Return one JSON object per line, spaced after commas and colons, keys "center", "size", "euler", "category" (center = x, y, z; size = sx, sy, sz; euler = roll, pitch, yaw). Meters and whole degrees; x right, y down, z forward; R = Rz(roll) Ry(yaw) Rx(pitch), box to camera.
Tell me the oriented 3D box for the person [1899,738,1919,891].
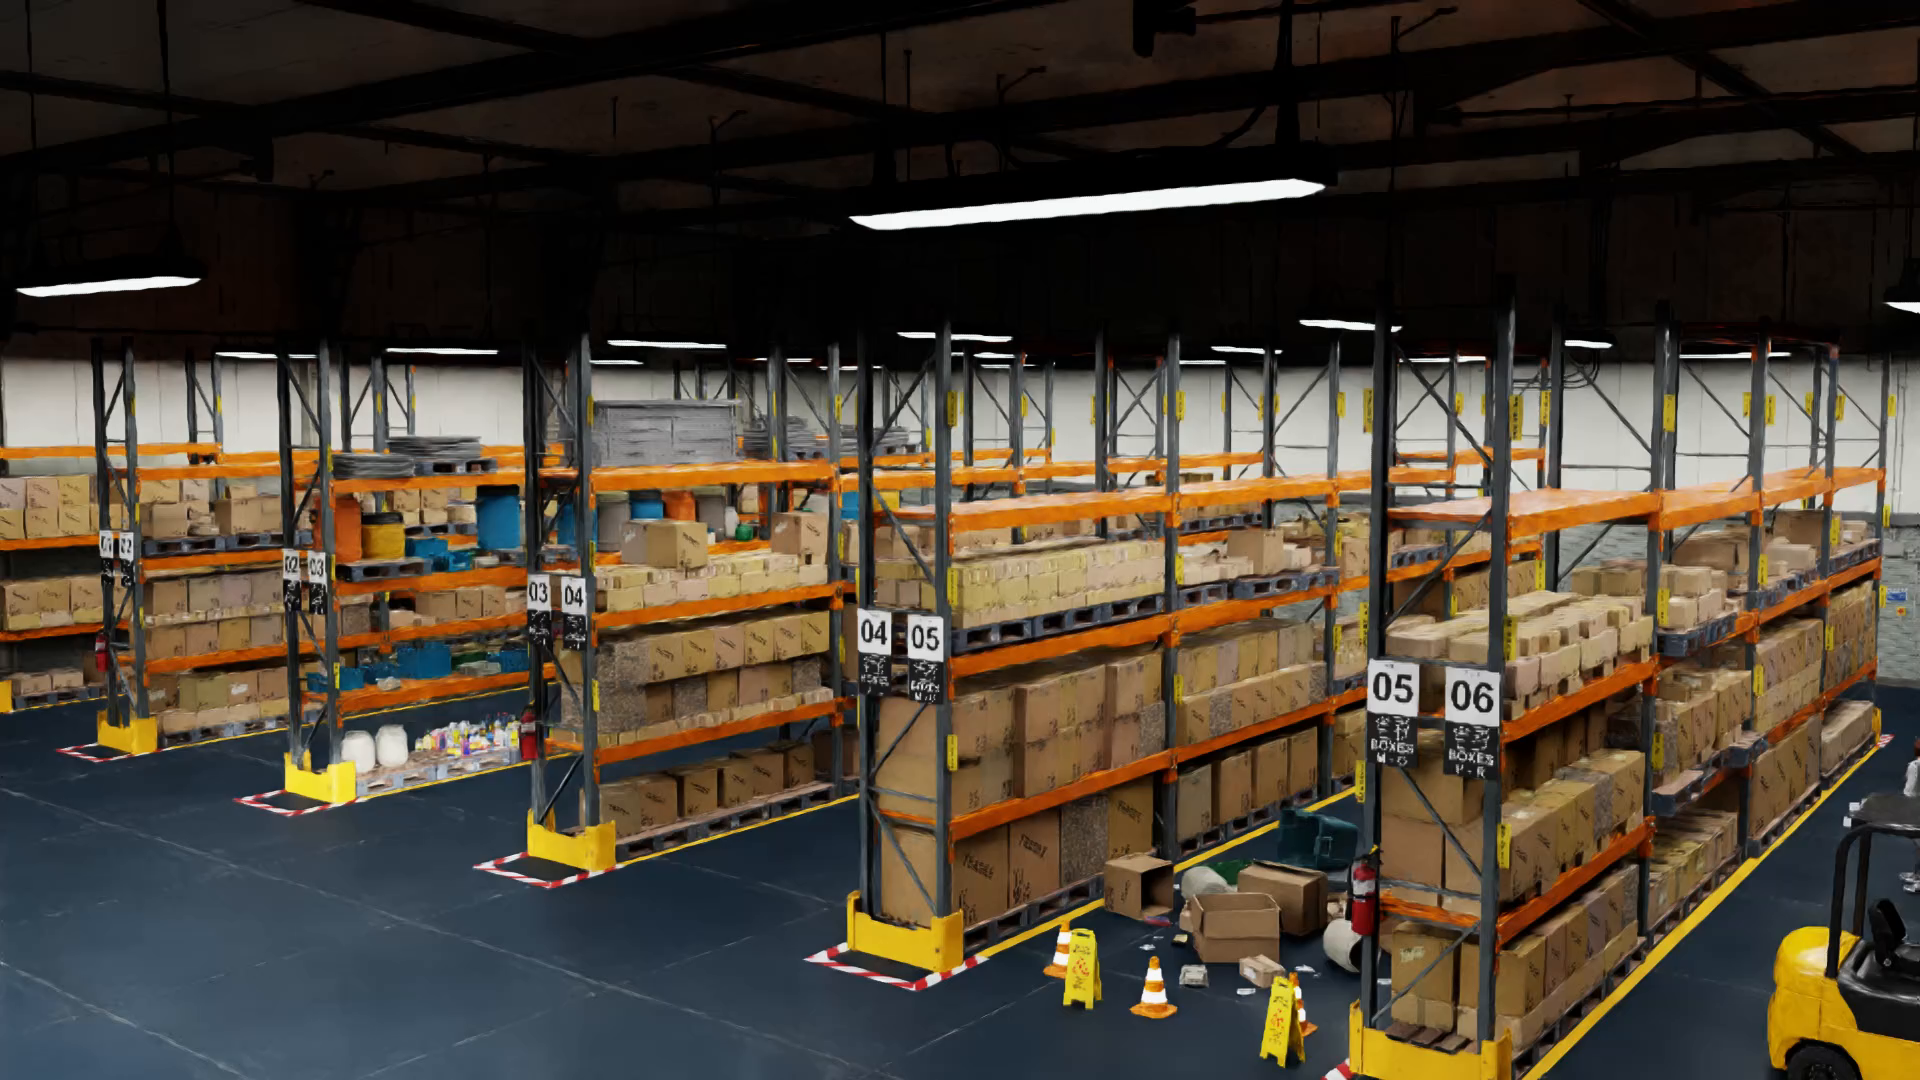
{"center": [10.047, 2.845, 17.397], "size": [0.523, 1.591, 0.522], "euler": [-2, 5, -22], "category": "person"}
